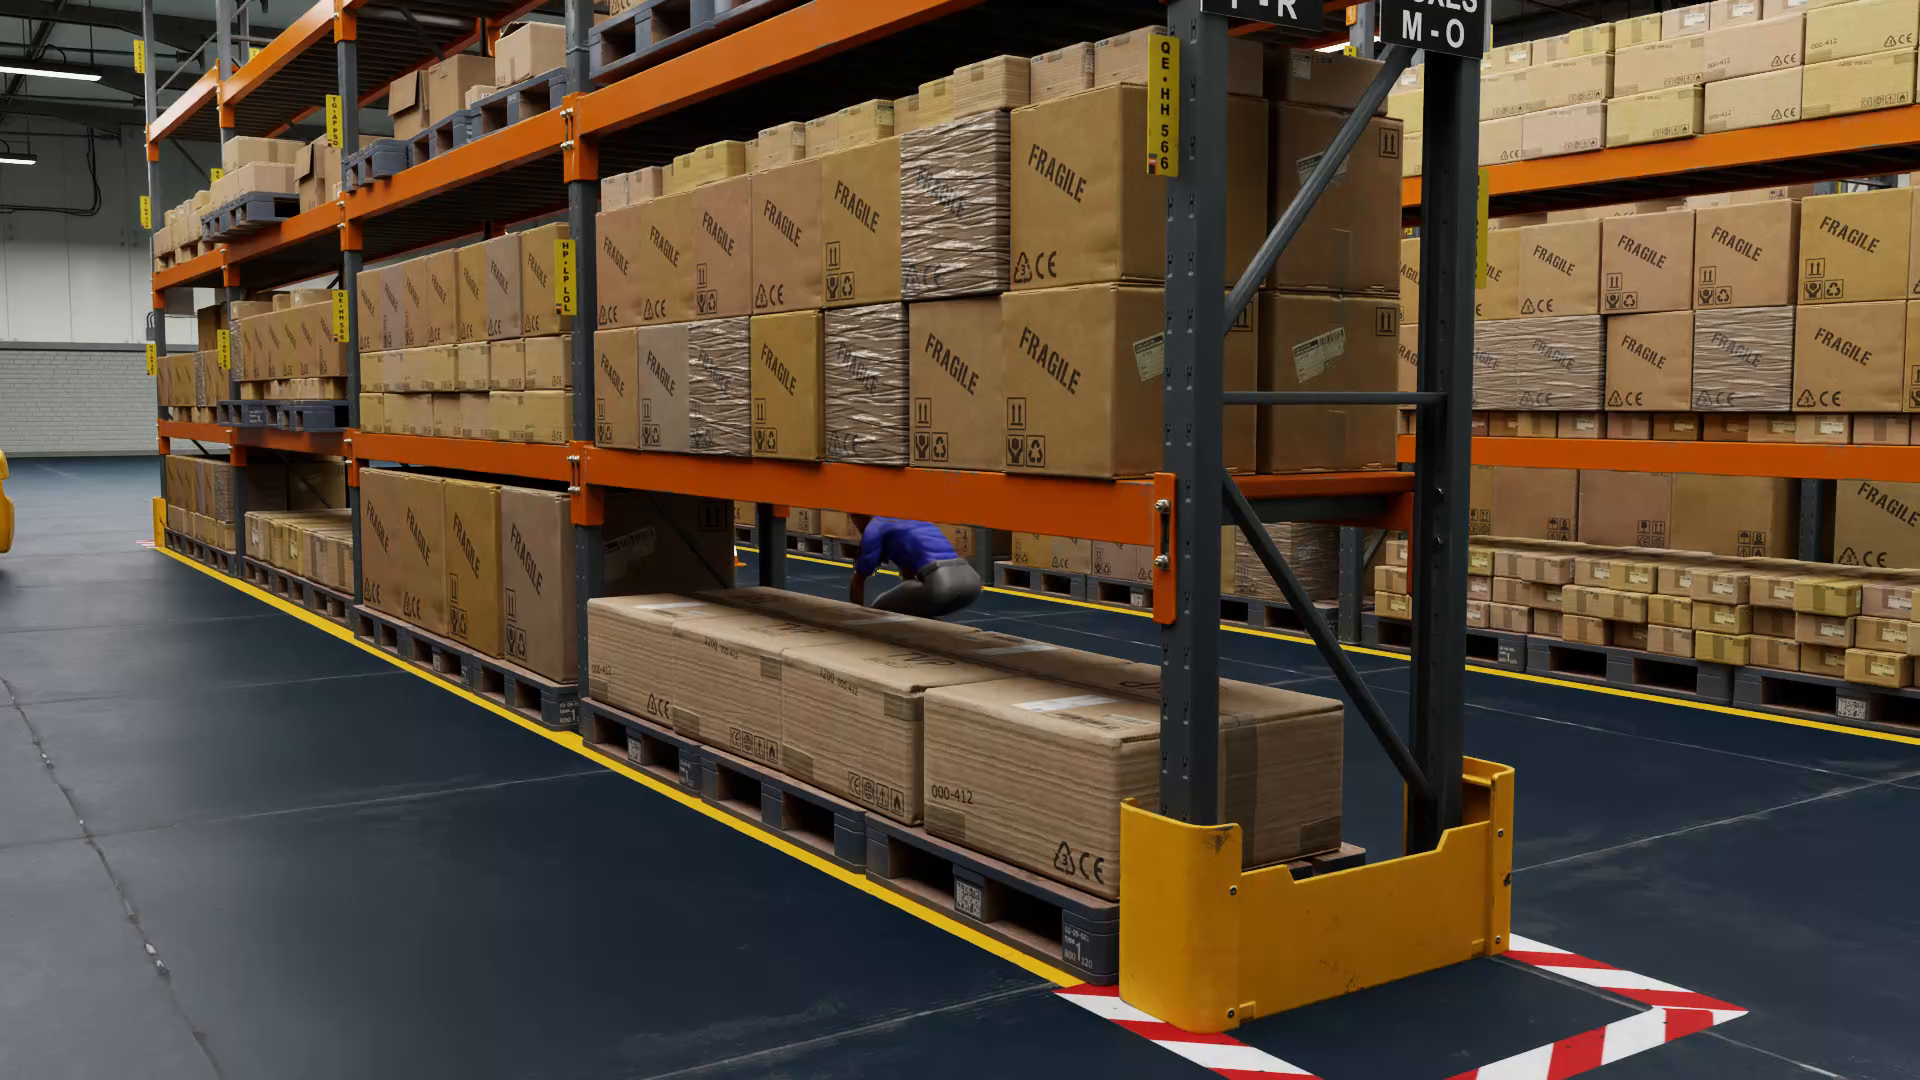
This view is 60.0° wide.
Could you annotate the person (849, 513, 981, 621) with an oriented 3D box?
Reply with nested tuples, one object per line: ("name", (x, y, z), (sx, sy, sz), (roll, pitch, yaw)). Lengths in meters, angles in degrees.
("person", (-0.269, 0.267, 8.742), (0.766, 1.026, 0.482), (4, 6, 42))
